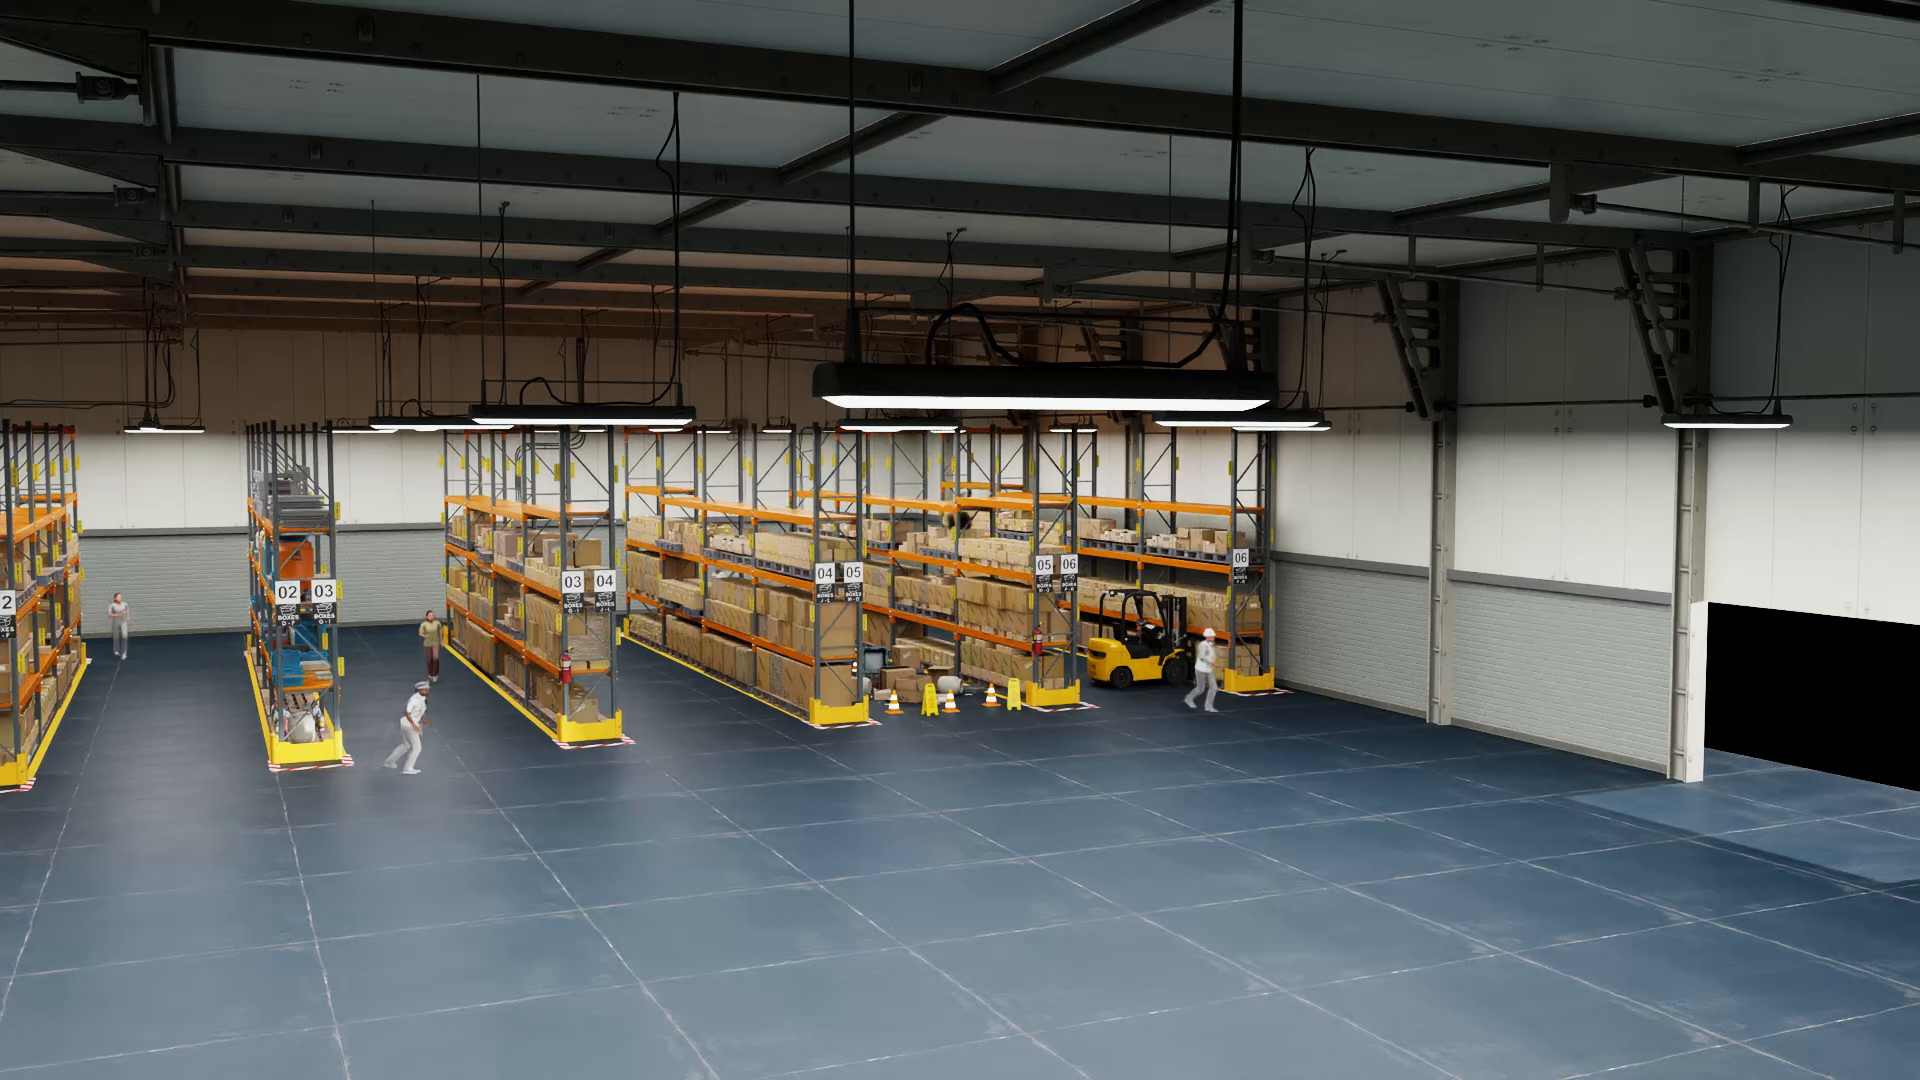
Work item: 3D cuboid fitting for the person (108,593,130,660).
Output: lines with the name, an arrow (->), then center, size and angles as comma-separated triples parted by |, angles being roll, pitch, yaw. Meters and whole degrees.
person -> -21.663, 2.208, 42.842 | 0.516, 1.721, 0.839 | -2, 4, -34

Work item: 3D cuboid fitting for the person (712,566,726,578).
person -> -7.435, 1.597, 51.387 | 0.976, 1.763, 0.700 | -3, 5, -44

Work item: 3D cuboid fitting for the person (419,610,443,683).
person -> -12.296, 2.474, 38.673 | 0.521, 1.691, 0.780 | -1, 4, -18

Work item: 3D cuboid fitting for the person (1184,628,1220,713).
person -> 4.991, 2.693, 34.443 | 0.829, 1.750, 0.628 | 3, 4, 35

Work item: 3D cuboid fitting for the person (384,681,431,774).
person -> -9.383, 3.171, 28.211 | 0.810, 1.588, 0.607 | -1, 4, -12
